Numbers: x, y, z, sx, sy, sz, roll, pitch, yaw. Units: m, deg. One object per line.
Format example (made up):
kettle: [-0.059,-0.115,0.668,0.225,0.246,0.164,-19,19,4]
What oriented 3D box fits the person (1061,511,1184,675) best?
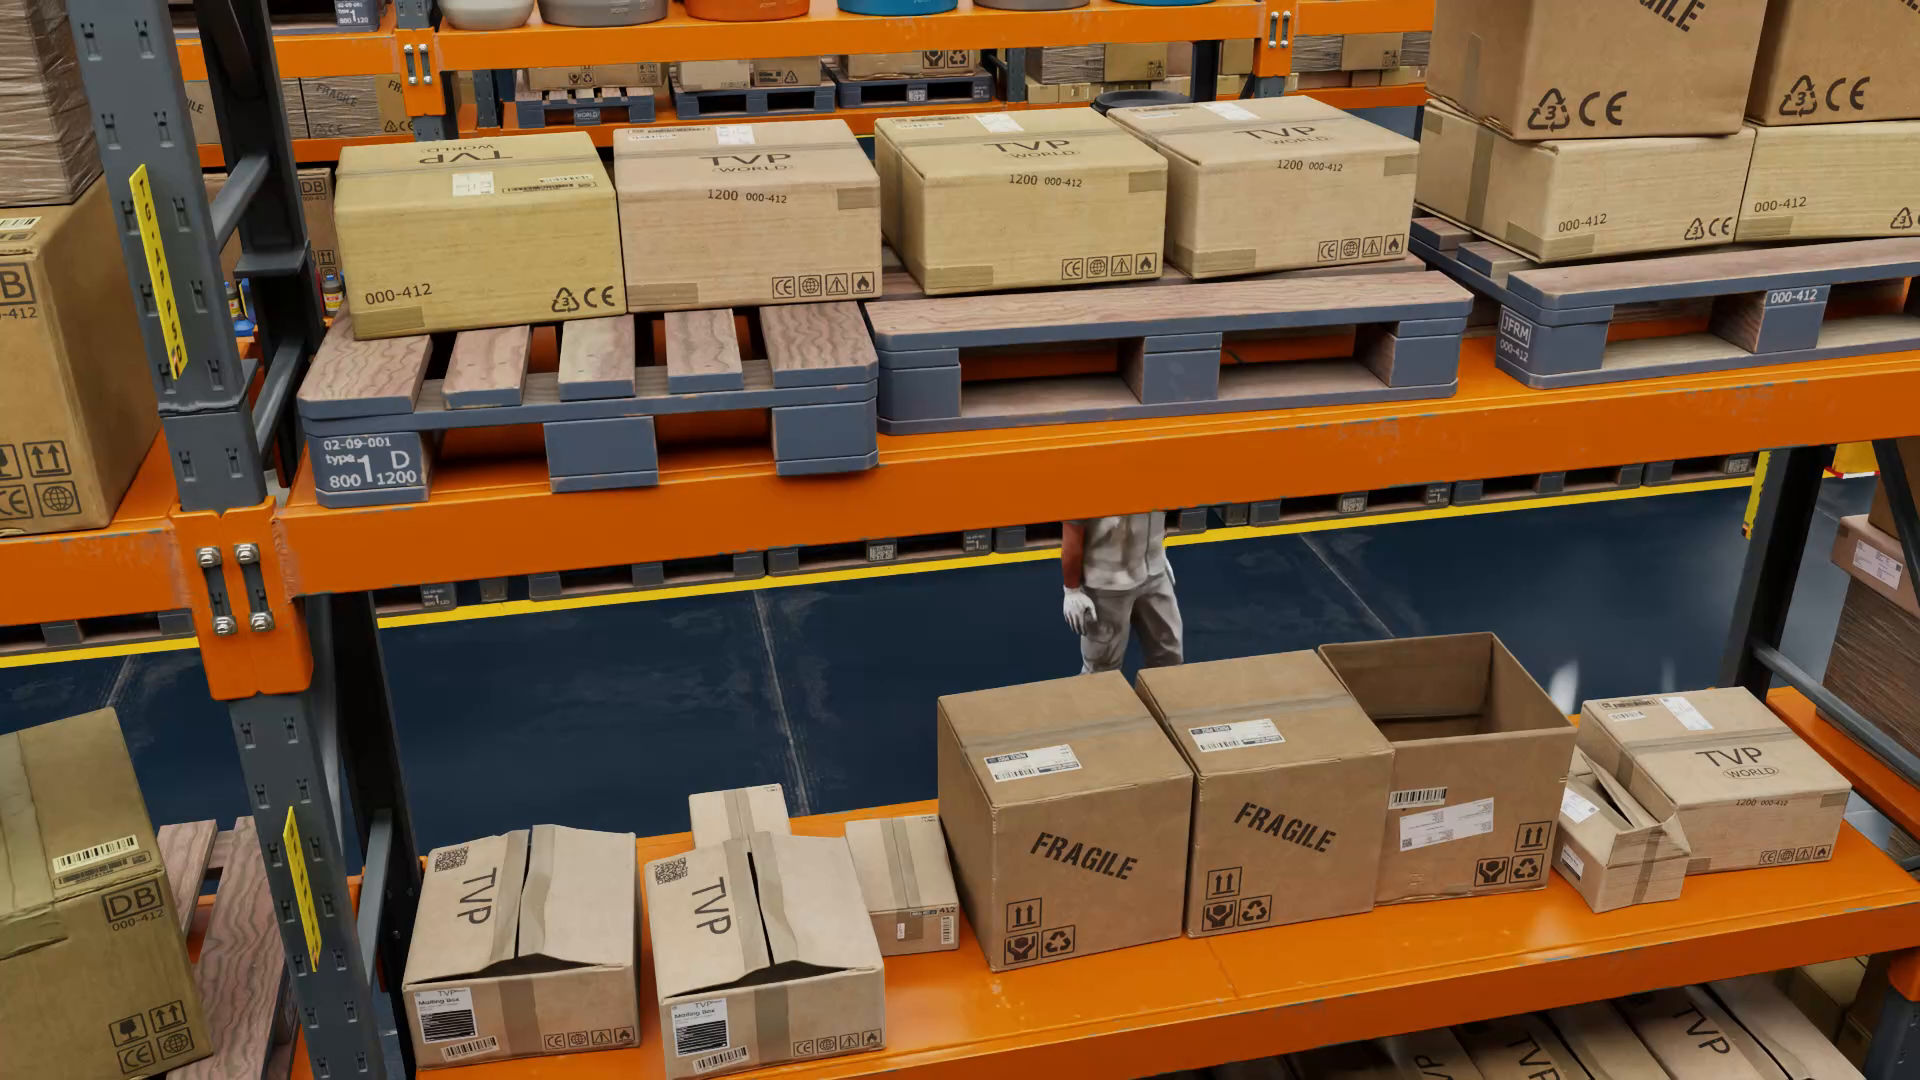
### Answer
person: [0.725,0.194,6.698,0.528,1.797,0.565,24,35,39]
